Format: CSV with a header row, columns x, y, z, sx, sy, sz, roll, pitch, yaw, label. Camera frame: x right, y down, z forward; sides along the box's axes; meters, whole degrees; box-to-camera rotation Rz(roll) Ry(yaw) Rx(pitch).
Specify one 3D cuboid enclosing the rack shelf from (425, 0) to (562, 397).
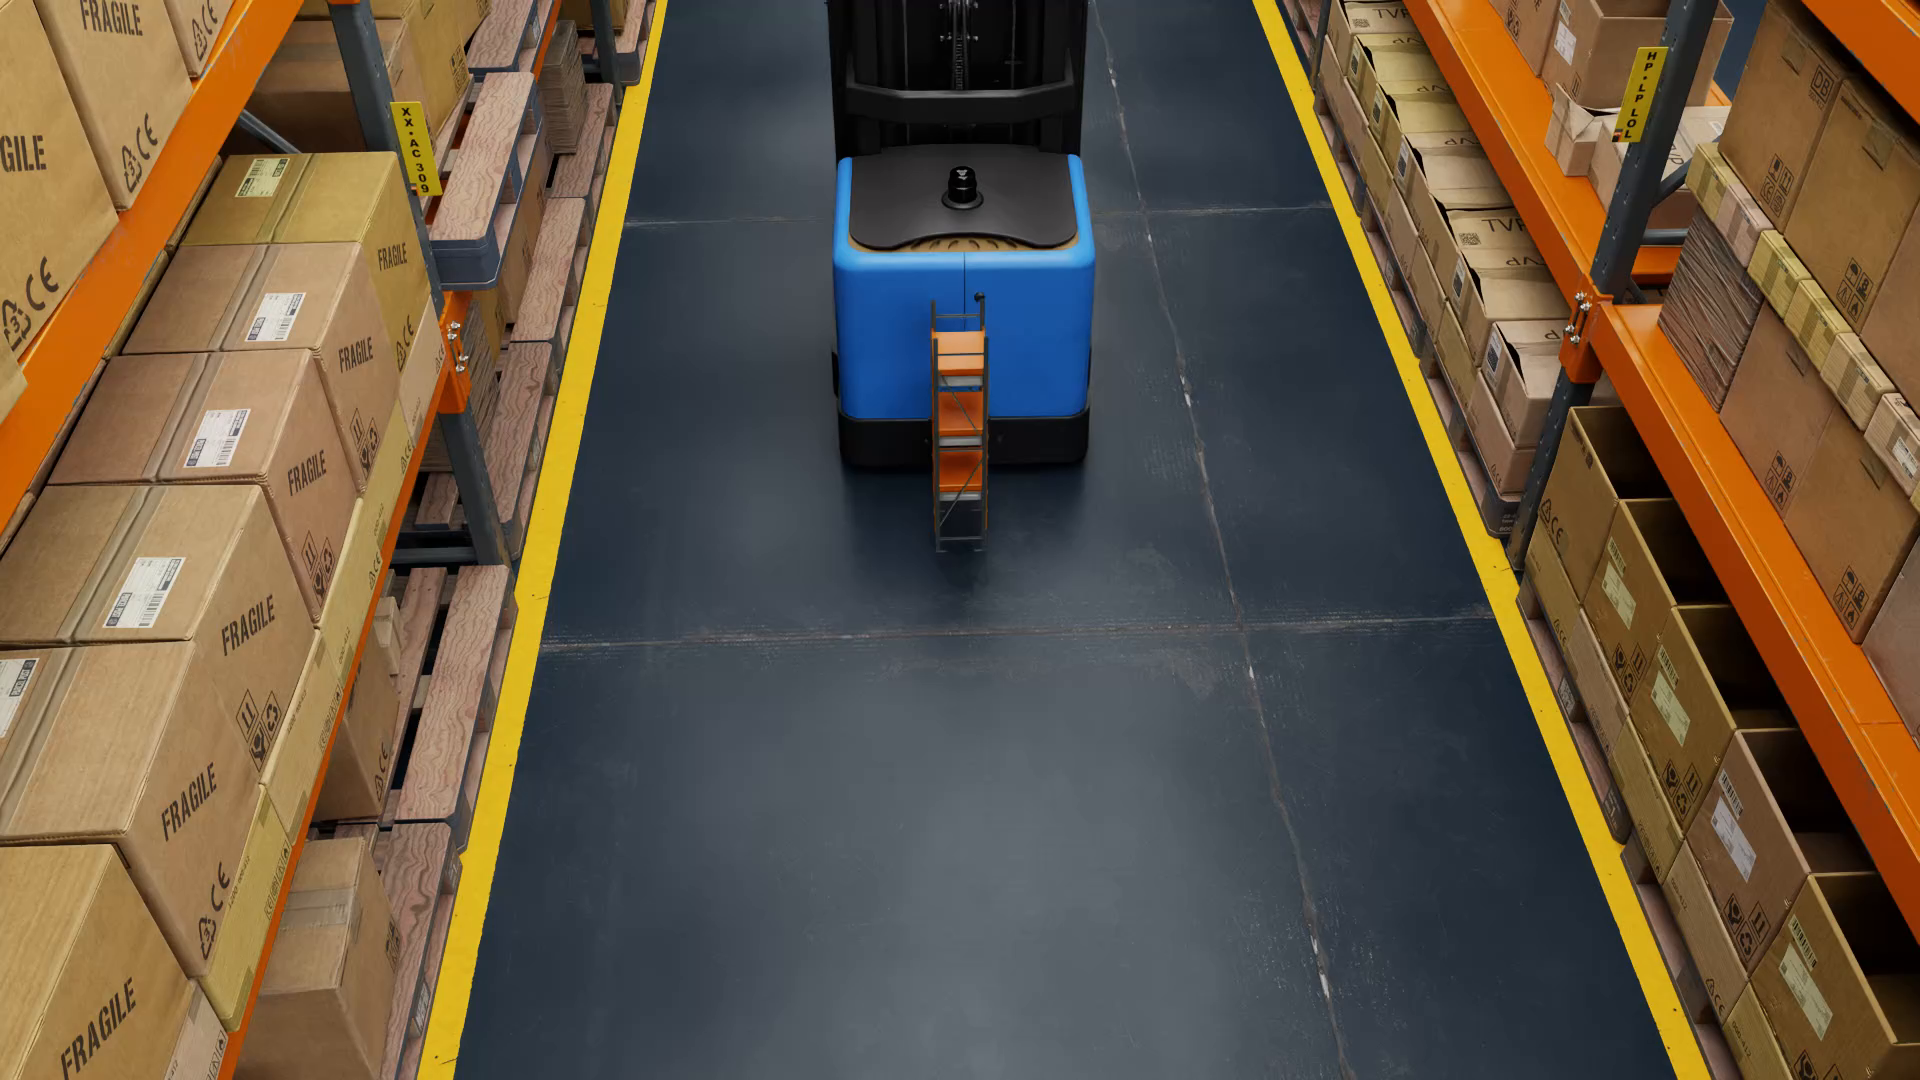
x,y,z,sx,sy,sz,roll,pitch,yaw,label
-2.338,-1.972,7.214,1.077,0.370,4.000,-2,43,-2,rack shelf

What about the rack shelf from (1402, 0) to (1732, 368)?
x,y,z,sx,sy,sz,roll,pitch,yaw,label
2.611,-2.117,7.372,1.077,0.370,4.000,-2,43,-2,rack shelf

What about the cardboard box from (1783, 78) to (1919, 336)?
x,y,z,sx,sy,sz,roll,pitch,yaw,label
2.744,-0.906,4.485,0.700,0.500,0.500,-2,43,-2,cardboard box

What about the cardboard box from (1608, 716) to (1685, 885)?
x,y,z,sx,sy,sz,roll,pitch,yaw,label
2.445,0.824,5.355,0.500,0.250,0.500,-2,43,-2,cardboard box

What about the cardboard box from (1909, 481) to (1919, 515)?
x,y,z,sx,sy,sz,roll,pitch,yaw,label
2.583,-0.075,4.058,0.380,0.149,0.250,-2,43,-2,cardboard box

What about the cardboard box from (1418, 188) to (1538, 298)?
x,y,z,sx,sy,sz,roll,pitch,yaw,label
2.345,-1.333,7.293,0.500,0.311,0.500,-2,43,-2,cardboard box

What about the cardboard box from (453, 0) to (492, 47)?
x,y,z,sx,sy,sz,roll,pitch,yaw,label
-2.316,-2.252,6.587,0.700,0.500,0.500,4,43,4,cardboard box

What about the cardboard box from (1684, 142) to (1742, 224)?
x,y,z,sx,sy,sz,roll,pitch,yaw,label
2.514,-1.121,5.199,0.380,0.149,0.250,-2,43,-2,cardboard box

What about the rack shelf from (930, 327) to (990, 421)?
x,y,z,sx,sy,sz,roll,pitch,yaw,label
-0.002,-0.625,6.250,0.215,0.259,0.240,-2,43,-2,rack shelf

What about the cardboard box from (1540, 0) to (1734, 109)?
x,y,z,sx,sy,sz,roll,pitch,yaw,label
2.657,-1.943,6.576,0.500,0.500,0.500,1,43,1,cardboard box

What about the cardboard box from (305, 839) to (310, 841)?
x,y,z,sx,sy,sz,roll,pitch,yaw,label
-2.205,1.082,5.134,0.380,0.149,0.250,-5,43,-5,cardboard box

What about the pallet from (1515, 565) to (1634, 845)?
x,y,z,sx,sy,sz,roll,pitch,yaw,label
2.688,0.534,6.011,1.003,0.211,1.213,-2,43,-2,pallet

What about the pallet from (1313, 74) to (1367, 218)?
x,y,z,sx,sy,sz,roll,pitch,yaw,label
2.522,-2.147,8.936,1.003,0.211,1.213,-2,43,-2,pallet

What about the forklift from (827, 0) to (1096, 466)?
x,y,z,sx,sy,sz,roll,pitch,yaw,label
-0.016,-2.368,7.164,1.130,2.935,3.031,-1,43,-1,forklift

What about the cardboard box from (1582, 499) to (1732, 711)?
x,y,z,sx,sy,sz,roll,pitch,yaw,label
2.432,0.210,5.470,0.500,0.500,0.500,-2,43,-2,cardboard box

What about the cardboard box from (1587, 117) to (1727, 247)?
x,y,z,sx,sy,sz,roll,pitch,yaw,label
2.632,-1.307,6.067,0.500,0.250,0.500,1,43,1,cardboard box

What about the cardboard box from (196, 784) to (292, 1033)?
x,y,z,sx,sy,sz,roll,pitch,yaw,label
-1.839,0.829,3.722,0.500,0.250,0.500,-2,43,-2,cardboard box

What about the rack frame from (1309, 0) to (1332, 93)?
x,y,z,sx,sy,sz,roll,pitch,yaw,label
2.526,-3.732,8.602,1.000,3.000,0.127,-2,43,-2,rack frame

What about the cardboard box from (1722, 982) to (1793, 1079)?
x,y,z,sx,sy,sz,roll,pitch,yaw,label
2.492,1.499,4.618,0.500,0.250,0.500,-2,43,-2,cardboard box

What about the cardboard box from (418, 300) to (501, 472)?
x,y,z,sx,sy,sz,roll,pitch,yaw,label
-2.301,-0.624,6.735,0.700,0.500,0.500,0,43,0,cardboard box

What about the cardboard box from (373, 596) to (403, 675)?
x,y,z,sx,sy,sz,roll,pitch,yaw,label
-2.200,0.356,5.913,0.380,0.166,0.250,-7,43,-7,cardboard box

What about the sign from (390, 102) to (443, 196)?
x,y,z,sx,sy,sz,roll,pitch,yaw,label
-1.711,-1.227,5.228,0.100,0.325,0.005,-2,43,-2,sign

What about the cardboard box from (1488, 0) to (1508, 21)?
x,y,z,sx,sy,sz,roll,pitch,yaw,label
2.614,-2.636,7.332,0.500,0.500,0.500,-4,43,-4,cardboard box

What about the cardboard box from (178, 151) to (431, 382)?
x,y,z,sx,sy,sz,roll,pitch,yaw,label
-1.924,-0.805,4.950,0.500,0.500,0.500,-2,43,-2,cardboard box

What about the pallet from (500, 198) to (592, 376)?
x,y,z,sx,sy,sz,roll,pitch,yaw,label
-2.342,-1.210,7.914,1.003,0.211,1.213,-2,43,-2,pallet

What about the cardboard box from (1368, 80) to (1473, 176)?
x,y,z,sx,sy,sz,roll,pitch,yaw,label
2.305,-2.019,8.042,0.500,0.311,0.500,-3,43,-3,cardboard box

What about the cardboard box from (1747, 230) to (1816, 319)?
x,y,z,sx,sy,sz,roll,pitch,yaw,label
2.538,-0.777,4.824,0.380,0.149,0.250,-3,43,-3,cardboard box

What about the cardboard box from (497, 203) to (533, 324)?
x,y,z,sx,sy,sz,roll,pitch,yaw,label
-2.354,-1.317,7.491,0.700,0.500,0.500,-1,43,-1,cardboard box

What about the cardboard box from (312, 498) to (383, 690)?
x,y,z,sx,sy,sz,roll,pitch,yaw,label
-1.880,0.148,4.465,0.500,0.250,0.500,-2,43,-2,cardboard box

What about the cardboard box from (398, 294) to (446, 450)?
x,y,z,sx,sy,sz,roll,pitch,yaw,label
-1.930,-0.528,5.202,0.500,0.250,0.500,-2,43,-2,cardboard box

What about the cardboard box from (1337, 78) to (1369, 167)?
x,y,z,sx,sy,sz,roll,pitch,yaw,label
2.277,-2.172,8.624,0.500,0.250,0.500,-3,43,-3,cardboard box

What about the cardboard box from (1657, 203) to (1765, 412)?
x,y,z,sx,sy,sz,roll,pitch,yaw,label
2.721,-0.769,5.295,0.700,0.500,0.500,-3,43,-3,cardboard box

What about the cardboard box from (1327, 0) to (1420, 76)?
x,y,z,sx,sy,sz,roll,pitch,yaw,label
2.255,-2.718,8.804,0.500,0.311,0.500,0,43,0,cardboard box

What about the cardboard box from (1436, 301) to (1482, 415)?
x,y,z,sx,sy,sz,roll,pitch,yaw,label
2.369,-0.786,7.112,0.500,0.250,0.500,-2,43,-2,cardboard box

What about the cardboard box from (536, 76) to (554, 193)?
x,y,z,sx,sy,sz,roll,pitch,yaw,label
-2.434,-1.992,8.228,0.700,0.500,0.500,-2,43,-2,cardboard box

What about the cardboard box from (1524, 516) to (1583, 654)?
x,y,z,sx,sy,sz,roll,pitch,yaw,label
2.413,0.149,6.092,0.500,0.250,0.500,-2,43,-2,cardboard box

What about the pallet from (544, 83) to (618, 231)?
x,y,z,sx,sy,sz,roll,pitch,yaw,label
-2.391,-2.032,8.810,1.003,0.211,1.213,-2,43,-2,pallet

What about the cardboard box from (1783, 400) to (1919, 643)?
x,y,z,sx,sy,sz,roll,pitch,yaw,label
2.768,-0.074,4.537,0.700,0.500,0.500,-1,43,-1,cardboard box

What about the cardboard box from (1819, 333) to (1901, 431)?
x,y,z,sx,sy,sz,roll,pitch,yaw,label
2.559,-0.431,4.446,0.380,0.149,0.250,-3,43,-3,cardboard box

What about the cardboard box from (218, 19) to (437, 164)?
x,y,z,sx,sy,sz,roll,pitch,yaw,label
-2.241,-1.430,5.691,0.700,0.500,0.500,-2,43,-2,cardboard box

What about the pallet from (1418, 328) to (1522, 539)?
x,y,z,sx,sy,sz,roll,pitch,yaw,label
2.626,-0.500,7.139,1.003,0.211,1.213,-2,43,-2,pallet

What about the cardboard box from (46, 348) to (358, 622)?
x,y,z,sx,sy,sz,roll,pitch,yaw,label
-1.886,-0.128,4.211,0.500,0.500,0.500,-3,43,-3,cardboard box

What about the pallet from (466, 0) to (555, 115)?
x,y,z,sx,sy,sz,roll,pitch,yaw,label
-2.298,-2.181,7.052,1.003,0.211,1.213,-2,43,-2,pallet

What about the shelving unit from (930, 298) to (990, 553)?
x,y,z,sx,sy,sz,roll,pitch,yaw,label
-0.002,-0.423,6.435,0.215,1.050,0.252,-2,43,-2,shelving unit

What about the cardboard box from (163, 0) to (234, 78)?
x,y,z,sx,sy,sz,roll,pitch,yaw,label
-1.976,-1.361,3.706,0.500,0.500,0.500,-5,43,-5,cardboard box

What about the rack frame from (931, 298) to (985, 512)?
x,y,z,sx,sy,sz,roll,pitch,yaw,label
-0.007,-0.506,6.525,0.200,1.050,0.008,-2,43,-2,rack frame

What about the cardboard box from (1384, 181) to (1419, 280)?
x,y,z,sx,sy,sz,roll,pitch,yaw,label
2.327,-1.475,7.863,0.500,0.250,0.500,-1,43,-1,cardboard box

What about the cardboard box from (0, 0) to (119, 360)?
x,y,z,sx,sy,sz,roll,pitch,yaw,label
-1.905,-0.645,2.925,0.500,0.500,0.500,1,43,1,cardboard box

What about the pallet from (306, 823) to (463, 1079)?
x,y,z,sx,sy,sz,roll,pitch,yaw,label
-2.134,1.419,5.046,1.003,0.211,1.213,-2,43,-2,pallet

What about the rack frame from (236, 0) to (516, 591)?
x,y,z,sx,sy,sz,roll,pitch,yaw,label
-2.253,-0.887,5.498,1.000,3.000,0.127,-2,43,-2,rack frame

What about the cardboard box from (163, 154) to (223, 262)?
x,y,z,sx,sy,sz,roll,pitch,yaw,label
-2.442,-0.792,4.935,0.500,0.500,0.500,-3,43,-3,cardboard box

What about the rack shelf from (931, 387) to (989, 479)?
x,y,z,sx,sy,sz,roll,pitch,yaw,label
-0.002,-0.415,6.442,0.215,0.259,0.240,-2,43,-2,rack shelf

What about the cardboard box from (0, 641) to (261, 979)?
x,y,z,sx,sy,sz,roll,pitch,yaw,label
-1.830,0.571,3.448,0.500,0.500,0.500,-3,43,-3,cardboard box

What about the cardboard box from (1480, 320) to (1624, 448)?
x,y,z,sx,sy,sz,roll,pitch,yaw,label
2.392,-0.645,6.542,0.500,0.311,0.500,-2,43,-2,cardboard box

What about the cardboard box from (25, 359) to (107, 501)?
x,y,z,sx,sy,sz,roll,pitch,yaw,label
-2.408,-0.106,4.187,0.500,0.500,0.500,-1,43,-1,cardboard box

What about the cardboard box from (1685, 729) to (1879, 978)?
x,y,z,sx,sy,sz,roll,pitch,yaw,label
2.469,0.885,4.733,0.500,0.500,0.500,-2,43,-2,cardboard box
